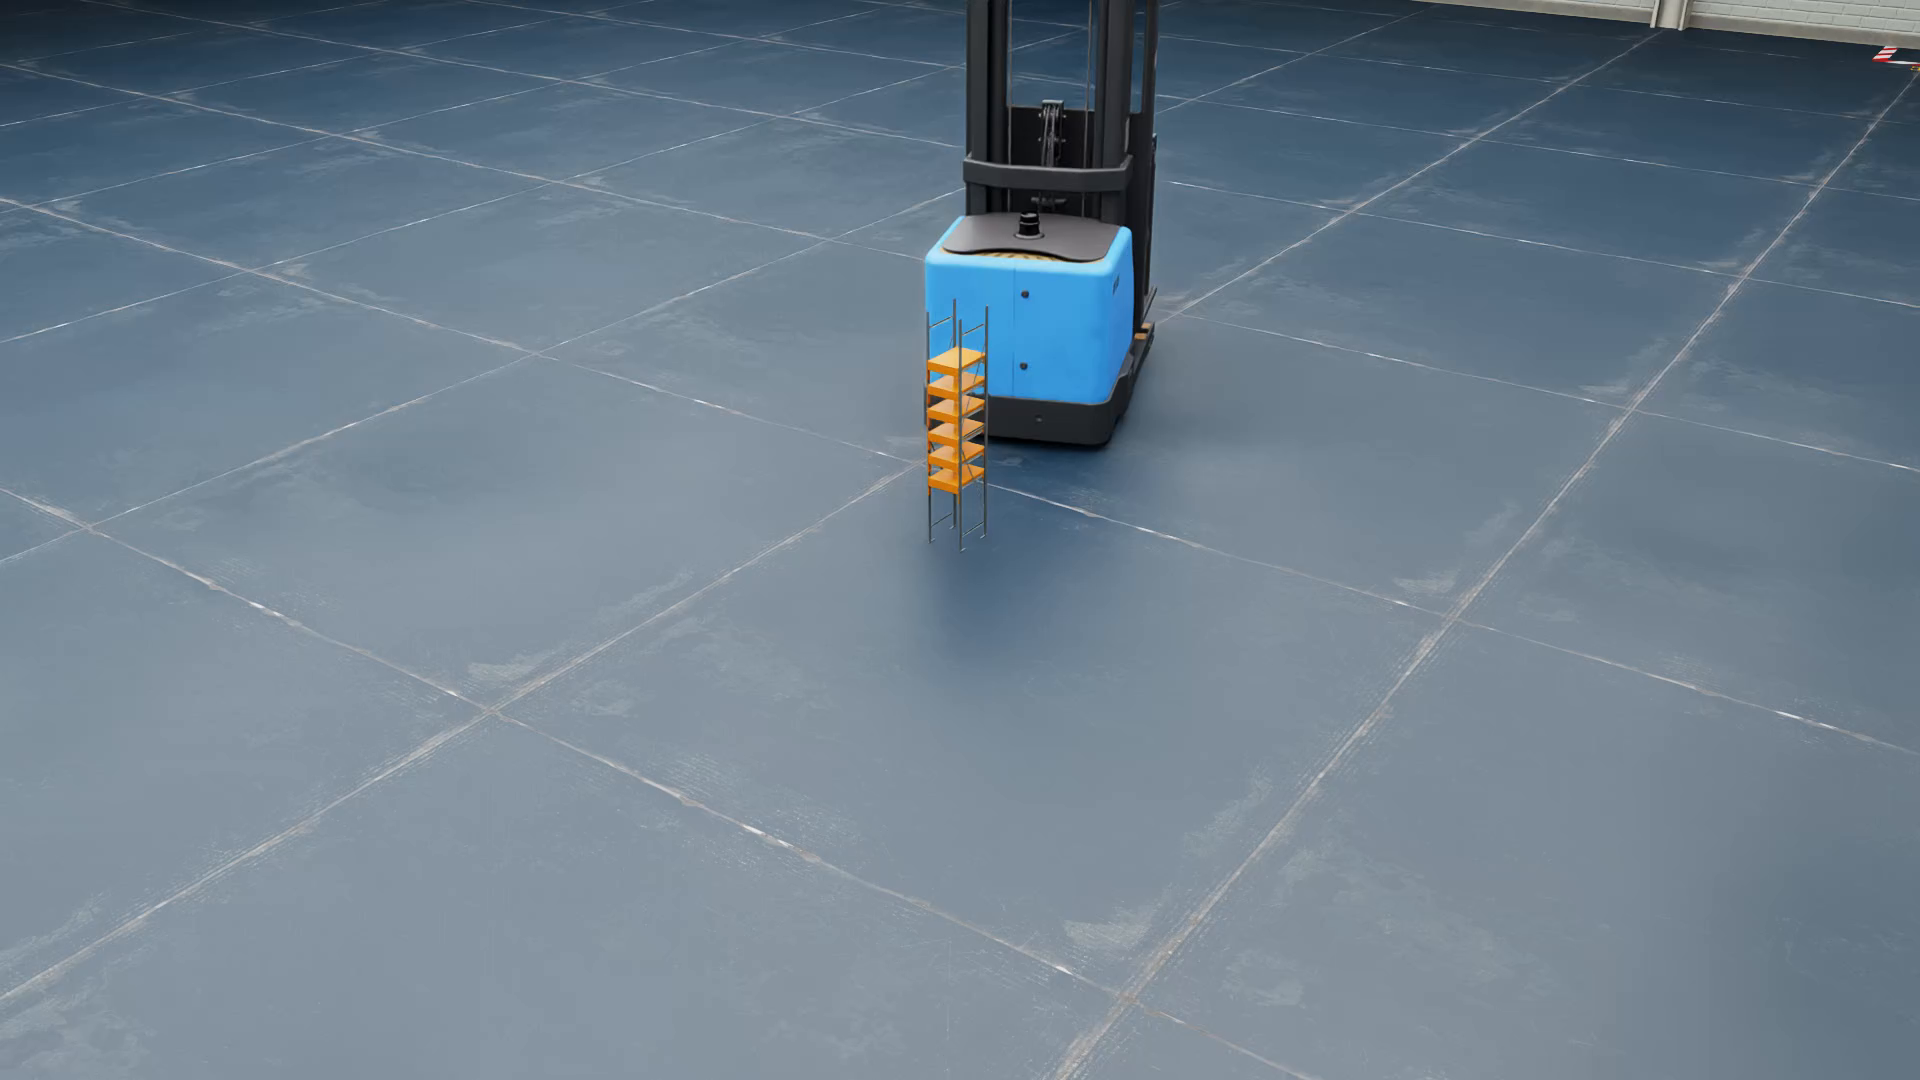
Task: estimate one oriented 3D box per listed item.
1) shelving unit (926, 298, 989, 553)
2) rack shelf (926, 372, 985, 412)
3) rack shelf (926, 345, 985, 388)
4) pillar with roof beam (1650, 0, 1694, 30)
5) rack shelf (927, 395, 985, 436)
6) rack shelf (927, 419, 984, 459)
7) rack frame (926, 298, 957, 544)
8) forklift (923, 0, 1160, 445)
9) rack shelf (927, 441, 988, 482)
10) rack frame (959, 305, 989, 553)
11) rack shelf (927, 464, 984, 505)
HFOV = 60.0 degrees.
[{"bbox_3d":[-0.012,-0.538,7.985,0.189,1.200,0.258,17,32,30],"label":"shelving unit"},{"bbox_3d":[-0.012,-0.713,7.896,0.180,0.103,0.258,17,32,30],"label":"rack shelf"},{"bbox_3d":[-0.012,-0.820,7.842,0.180,0.103,0.258,17,32,30],"label":"rack shelf"},{"bbox_3d":[6.499,-8.866,15.749,0.400,9.000,9.100,17,32,30],"label":"pillar with roof beam"},{"bbox_3d":[-0.012,-0.606,7.951,0.180,0.103,0.258,17,32,30],"label":"rack shelf"},{"bbox_3d":[-0.012,-0.499,8.005,0.180,0.103,0.258,17,32,30],"label":"rack shelf"},{"bbox_3d":[-0.087,-0.562,8.031,0.006,1.200,0.240,17,32,30],"label":"rack frame"},{"bbox_3d":[0.631,-2.476,9.884,1.130,2.935,3.031,6,28,12],"label":"forklift"},{"bbox_3d":[-0.012,-0.392,8.060,0.180,0.103,0.258,17,32,30],"label":"rack shelf"},{"bbox_3d":[0.063,-0.515,7.939,0.006,1.200,0.240,17,32,30],"label":"rack frame"},{"bbox_3d":[-0.012,-0.285,8.114,0.180,0.103,0.258,17,32,30],"label":"rack shelf"}]
